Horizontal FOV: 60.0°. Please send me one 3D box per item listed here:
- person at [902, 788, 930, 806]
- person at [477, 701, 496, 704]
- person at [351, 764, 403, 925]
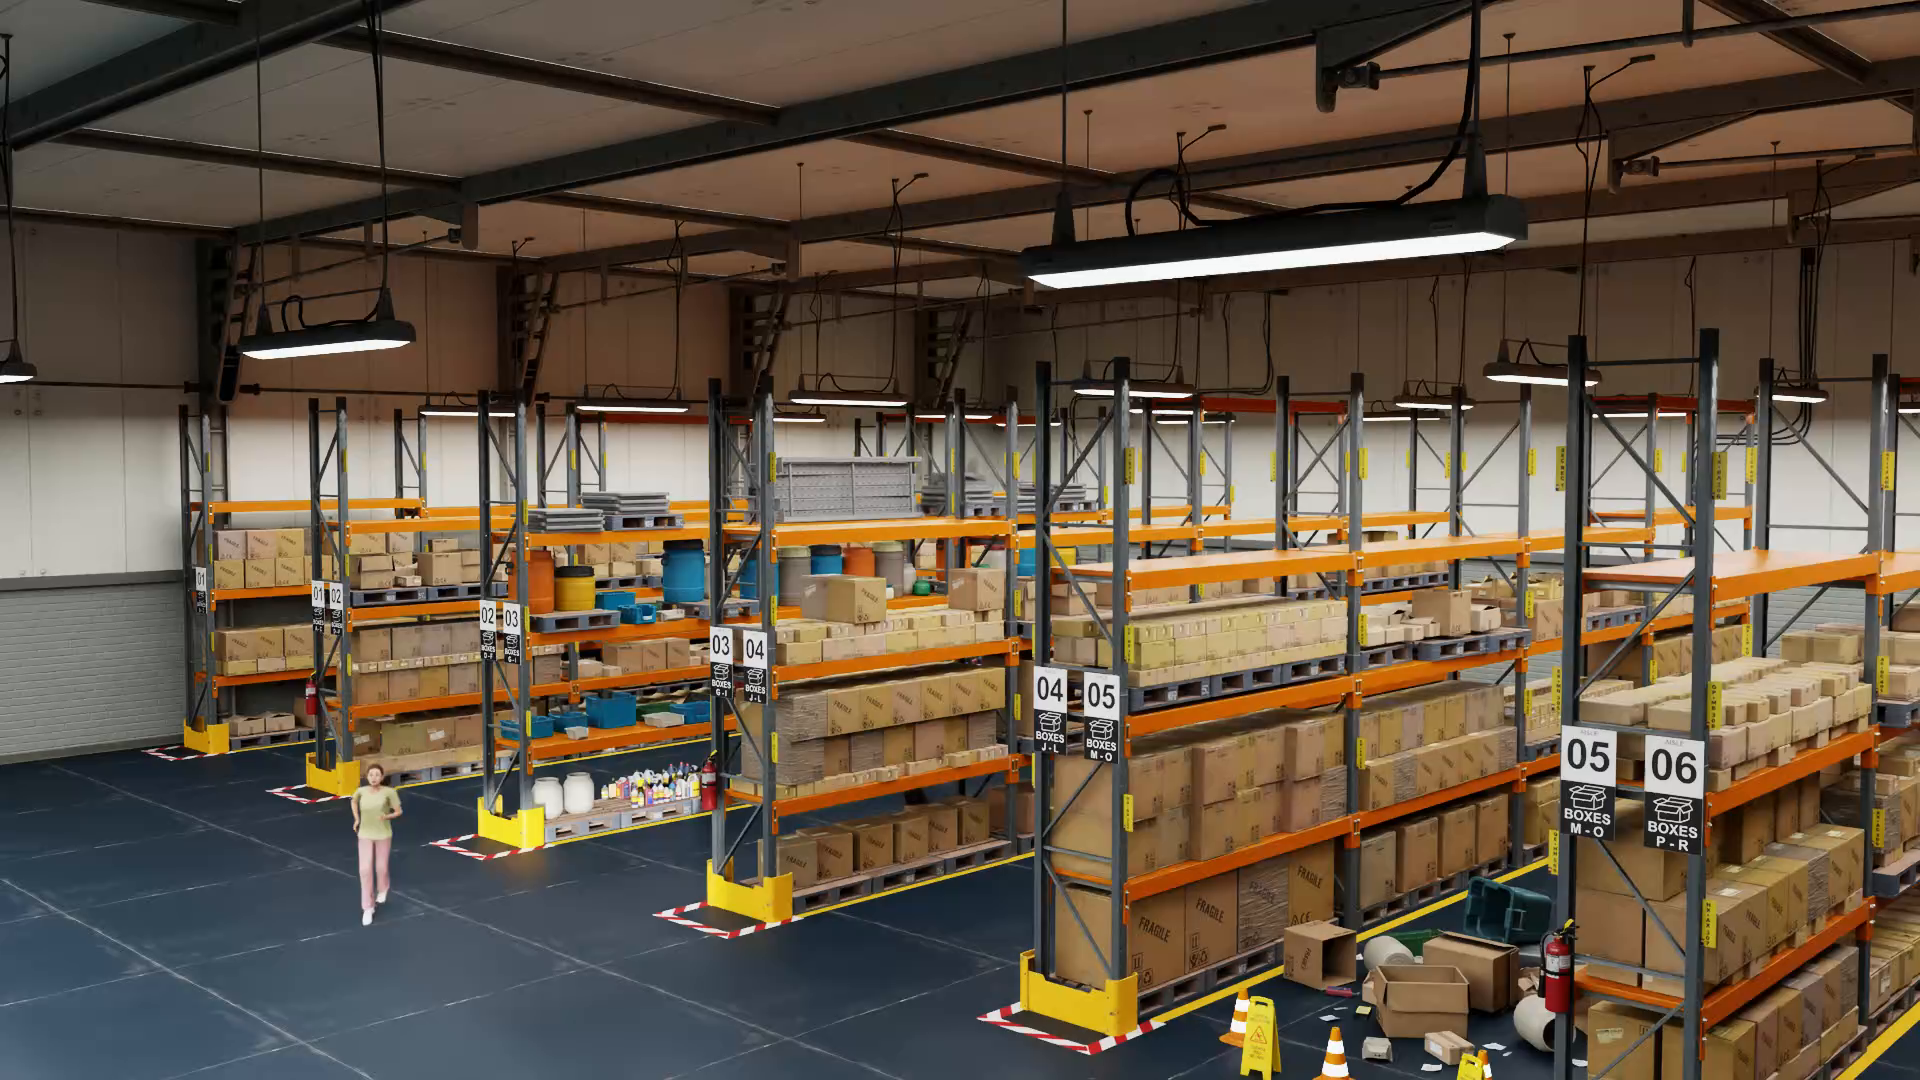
[{"bbox_3d":[-0.659,3.087,22.912,0.822,1.829,0.687,-3,4,-44],"label":"person"},{"bbox_3d":[-8.314,2.768,29.348,0.580,1.733,0.841,2,4,34],"label":"person"},{"bbox_3d":[-6.513,3.337,18.567,0.572,1.699,0.923,-1,3,-13],"label":"person"}]
